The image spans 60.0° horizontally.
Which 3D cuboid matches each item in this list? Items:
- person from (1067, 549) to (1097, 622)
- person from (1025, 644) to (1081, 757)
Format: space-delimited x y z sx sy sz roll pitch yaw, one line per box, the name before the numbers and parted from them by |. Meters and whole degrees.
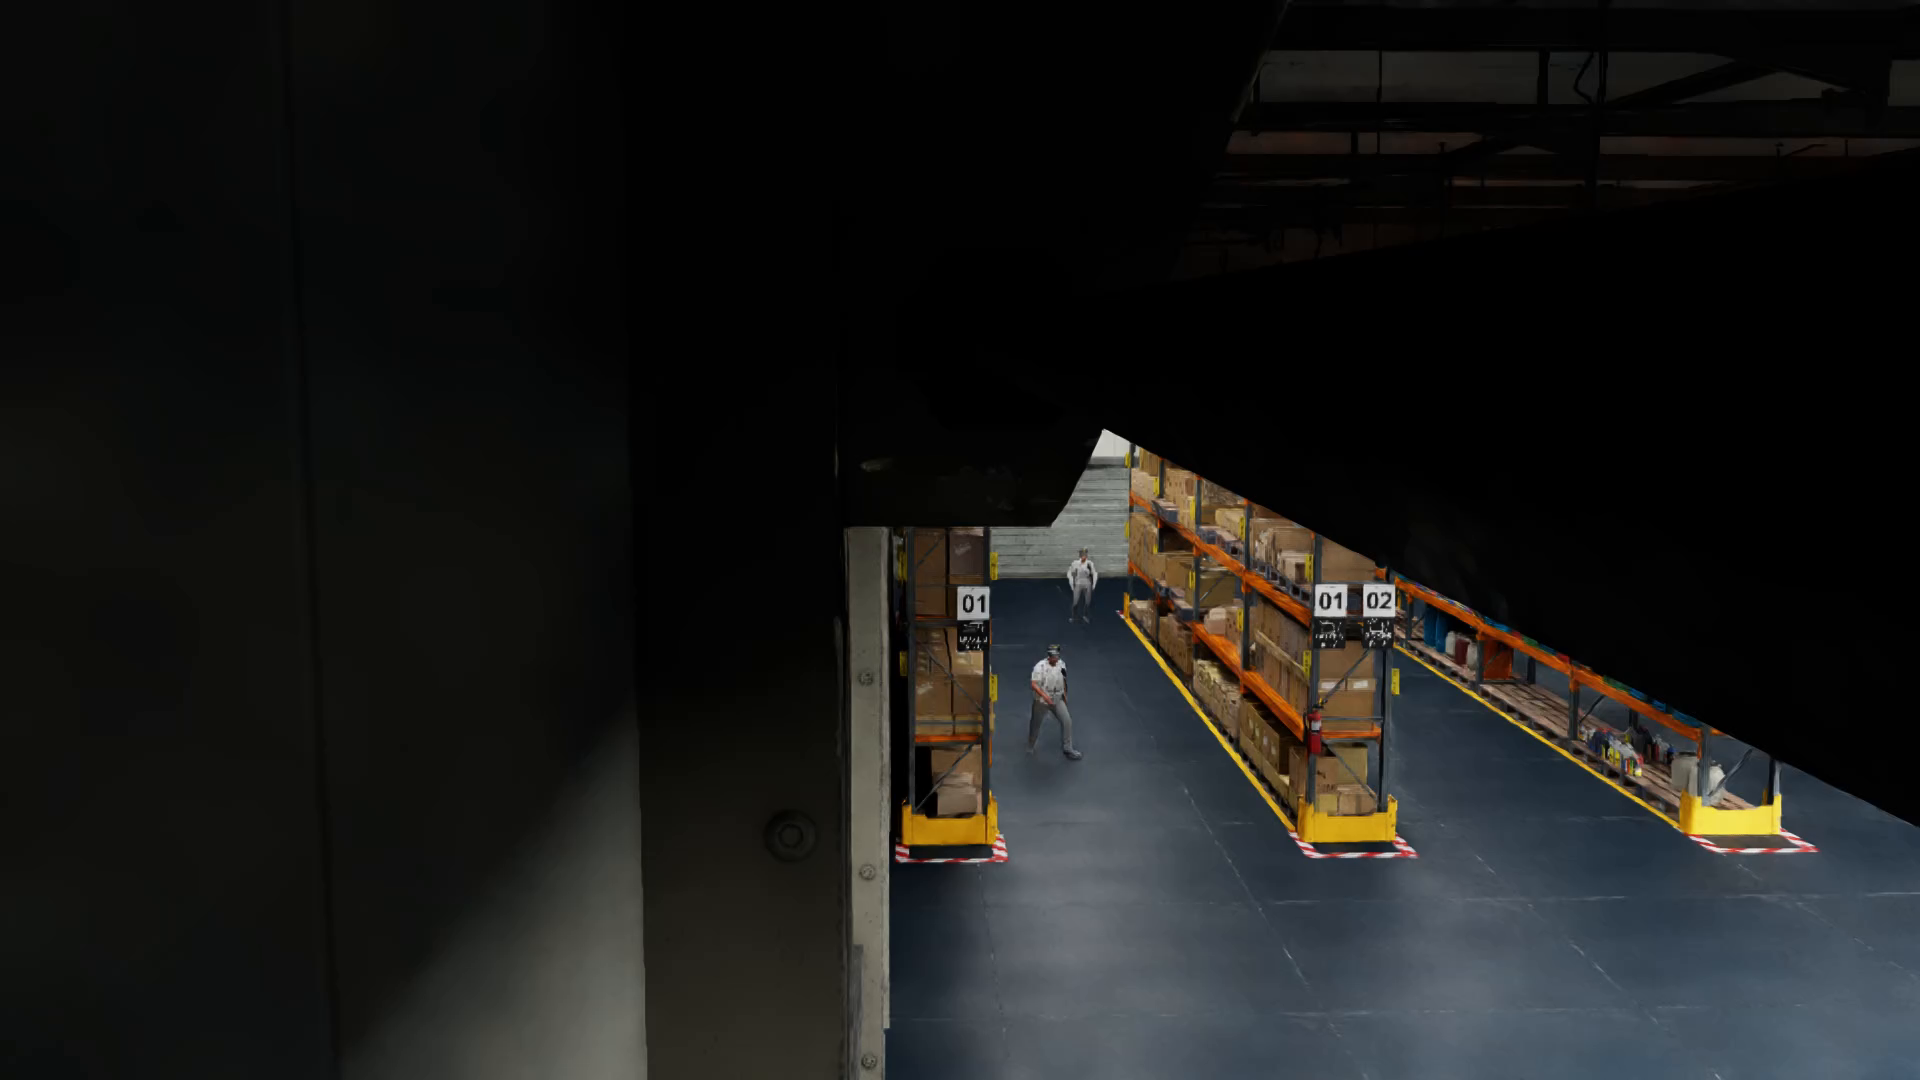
person | 2.623 0.965 35.679 0.639 1.632 0.498 0 7 -3
person | 1.338 2.344 24.580 0.706 1.695 0.843 -3 8 -20
